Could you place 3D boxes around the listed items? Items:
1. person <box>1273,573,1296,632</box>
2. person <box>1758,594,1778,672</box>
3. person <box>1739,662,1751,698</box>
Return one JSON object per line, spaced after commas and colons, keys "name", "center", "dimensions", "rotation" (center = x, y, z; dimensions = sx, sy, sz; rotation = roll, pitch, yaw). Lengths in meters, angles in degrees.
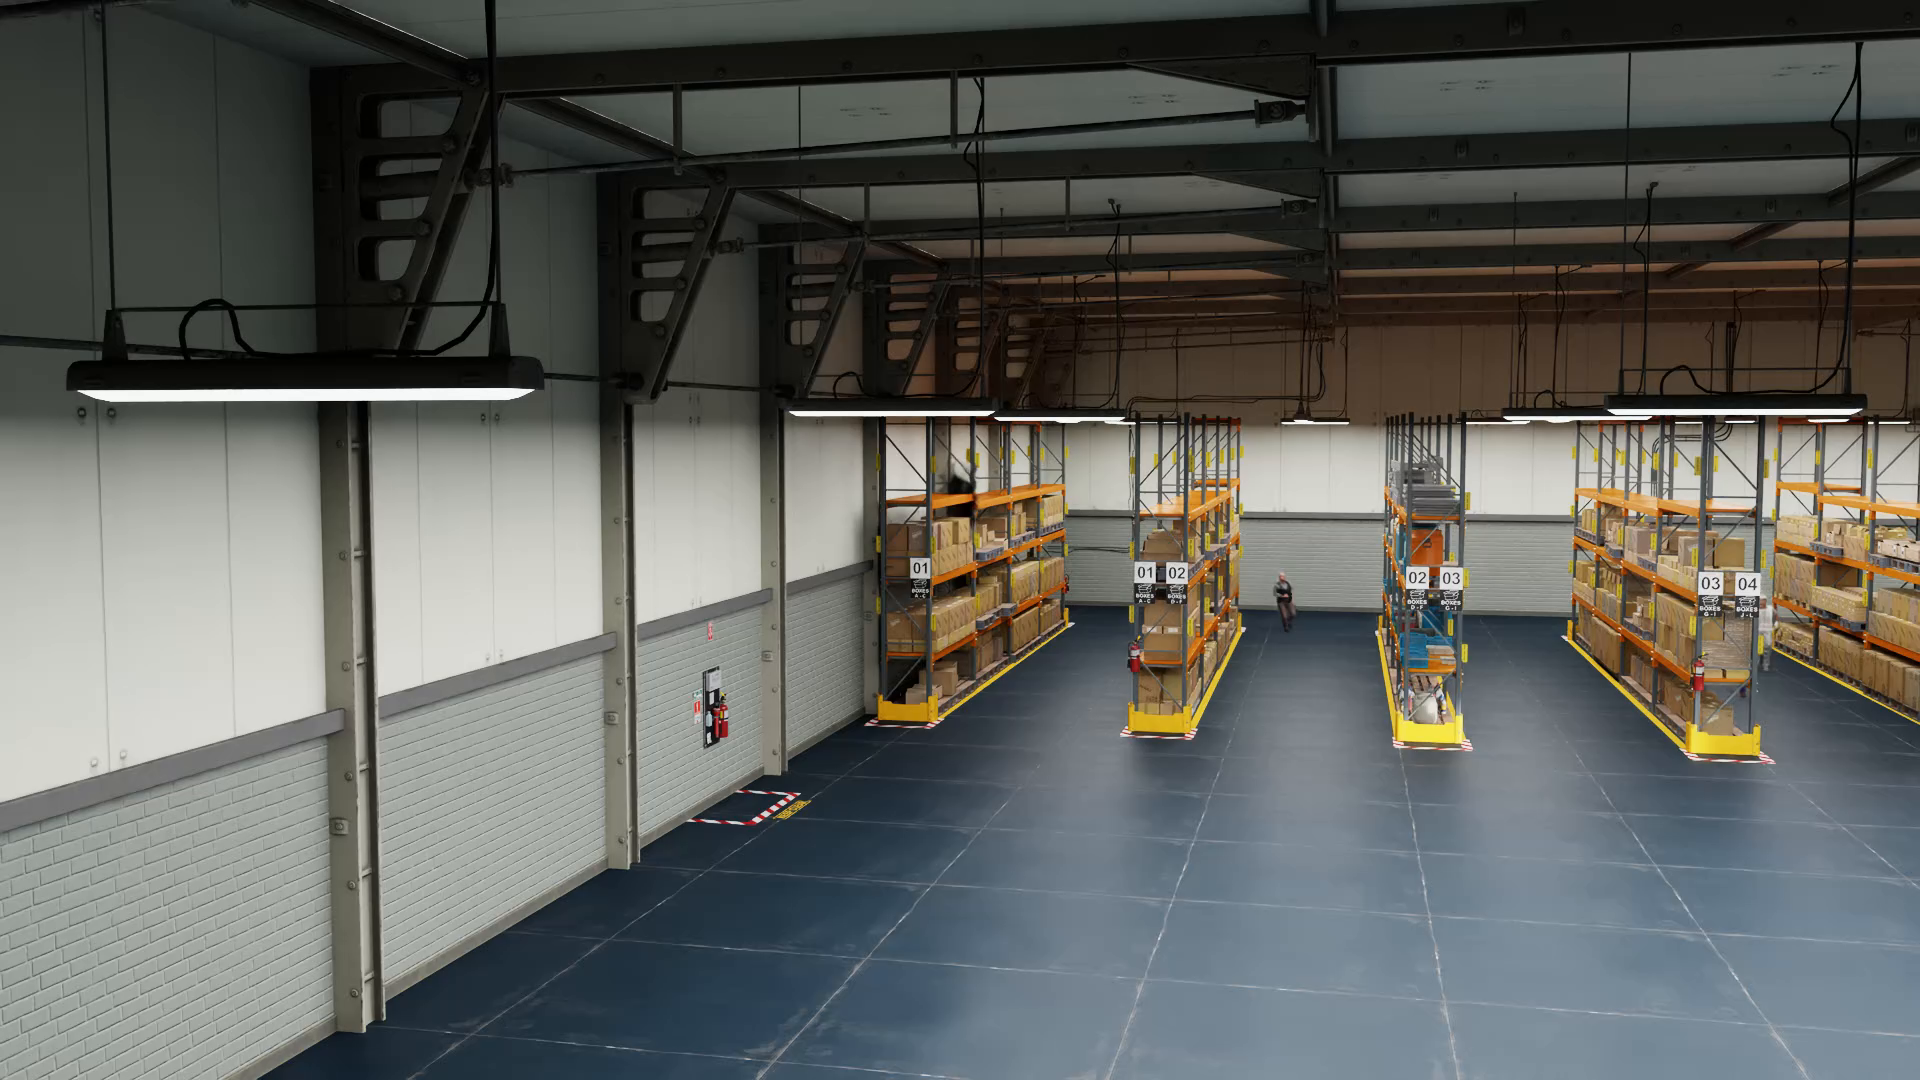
{"name": "person", "center": [9.048, 1.752, 46.363], "dimensions": [0.652, 1.663, 0.547], "rotation": [-1, 4, -8]}
{"name": "person", "center": [18.986, 2.186, 39.330], "dimensions": [0.684, 1.821, 0.795], "rotation": [1, 4, 20]}
{"name": "person", "center": [16.749, 2.539, 35.504], "dimensions": [0.602, 1.607, 0.557], "rotation": [1, 4, 15]}
